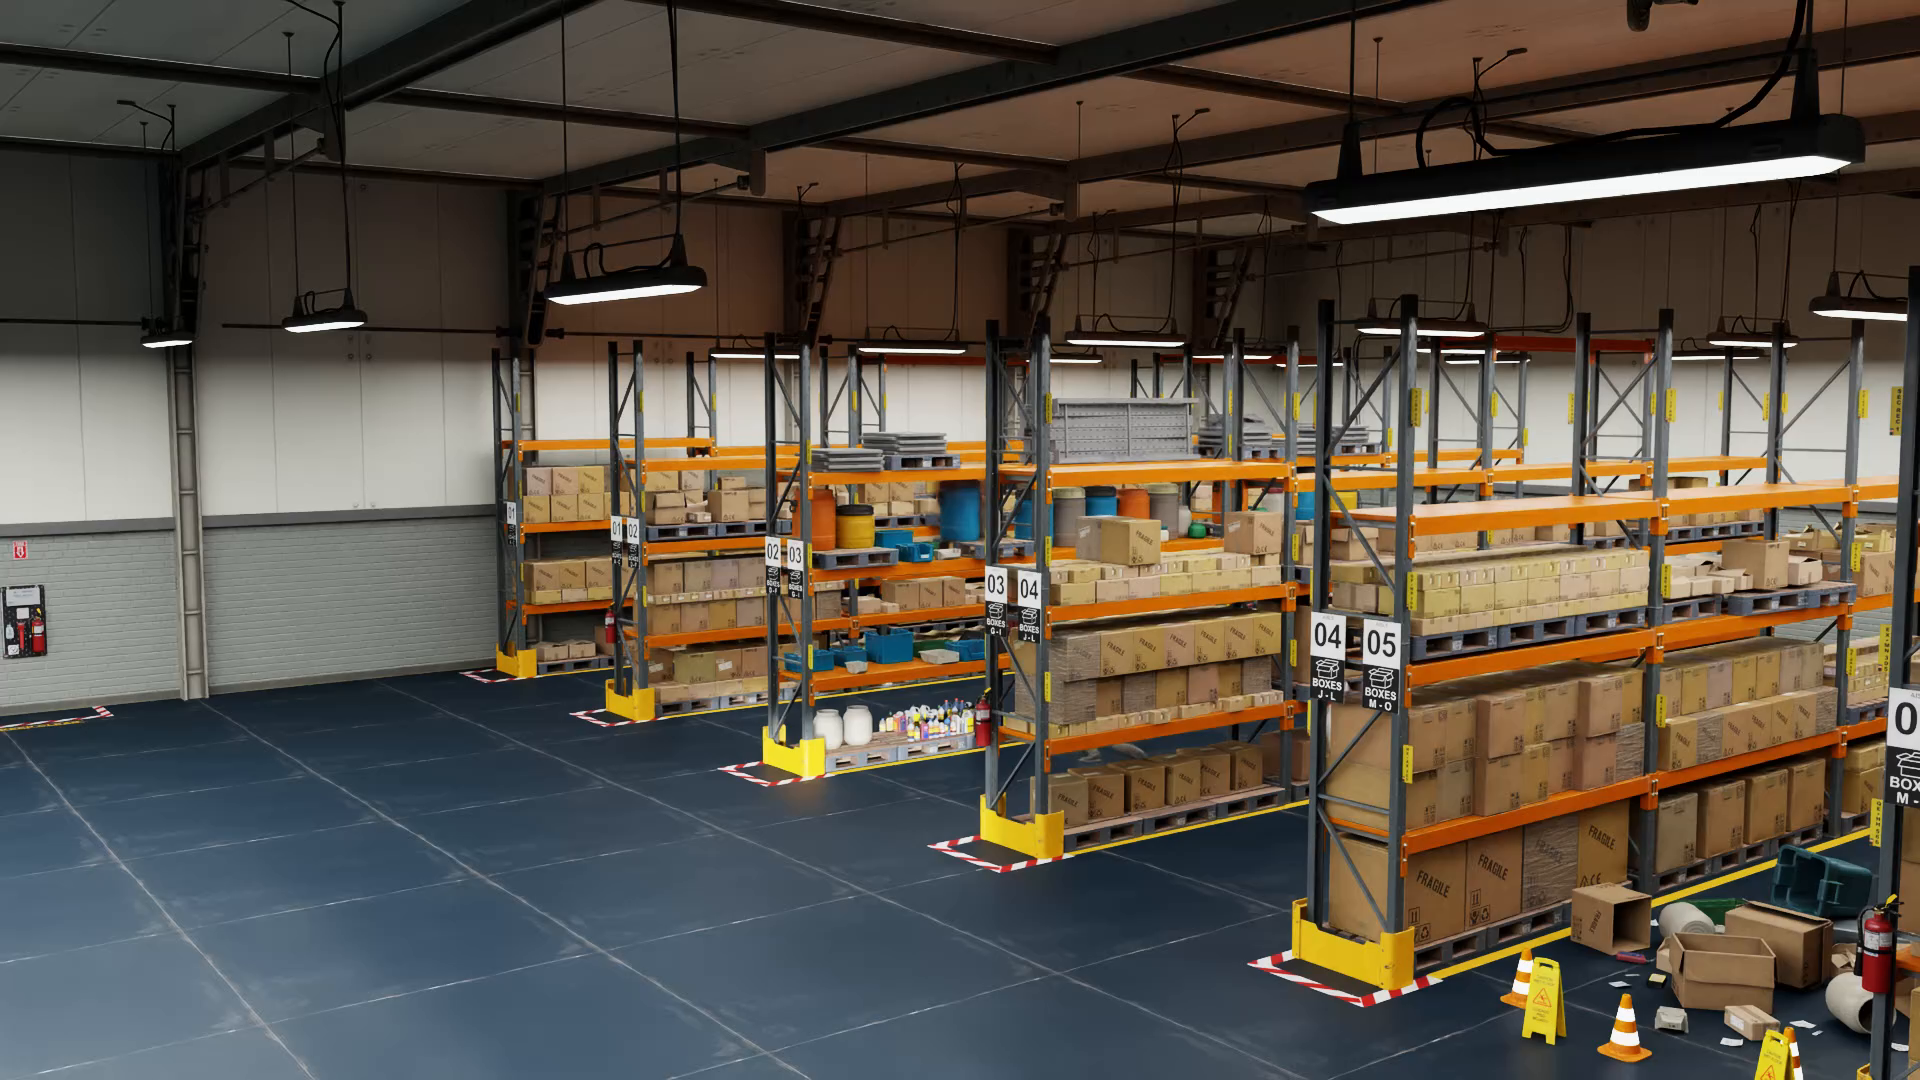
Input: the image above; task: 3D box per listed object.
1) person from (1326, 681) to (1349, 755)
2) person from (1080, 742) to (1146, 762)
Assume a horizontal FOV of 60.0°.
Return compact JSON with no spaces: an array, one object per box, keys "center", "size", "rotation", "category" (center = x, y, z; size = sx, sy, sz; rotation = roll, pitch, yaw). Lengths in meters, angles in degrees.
[{"center":[4.720,2.537,20.098],"size":[0.674,1.740,0.636],"rotation":[-3,6,-27],"category":"person"},{"center":[2.007,2.296,22.076],"size":[0.936,1.541,0.504],"rotation":[-3,6,-28],"category":"person"}]
